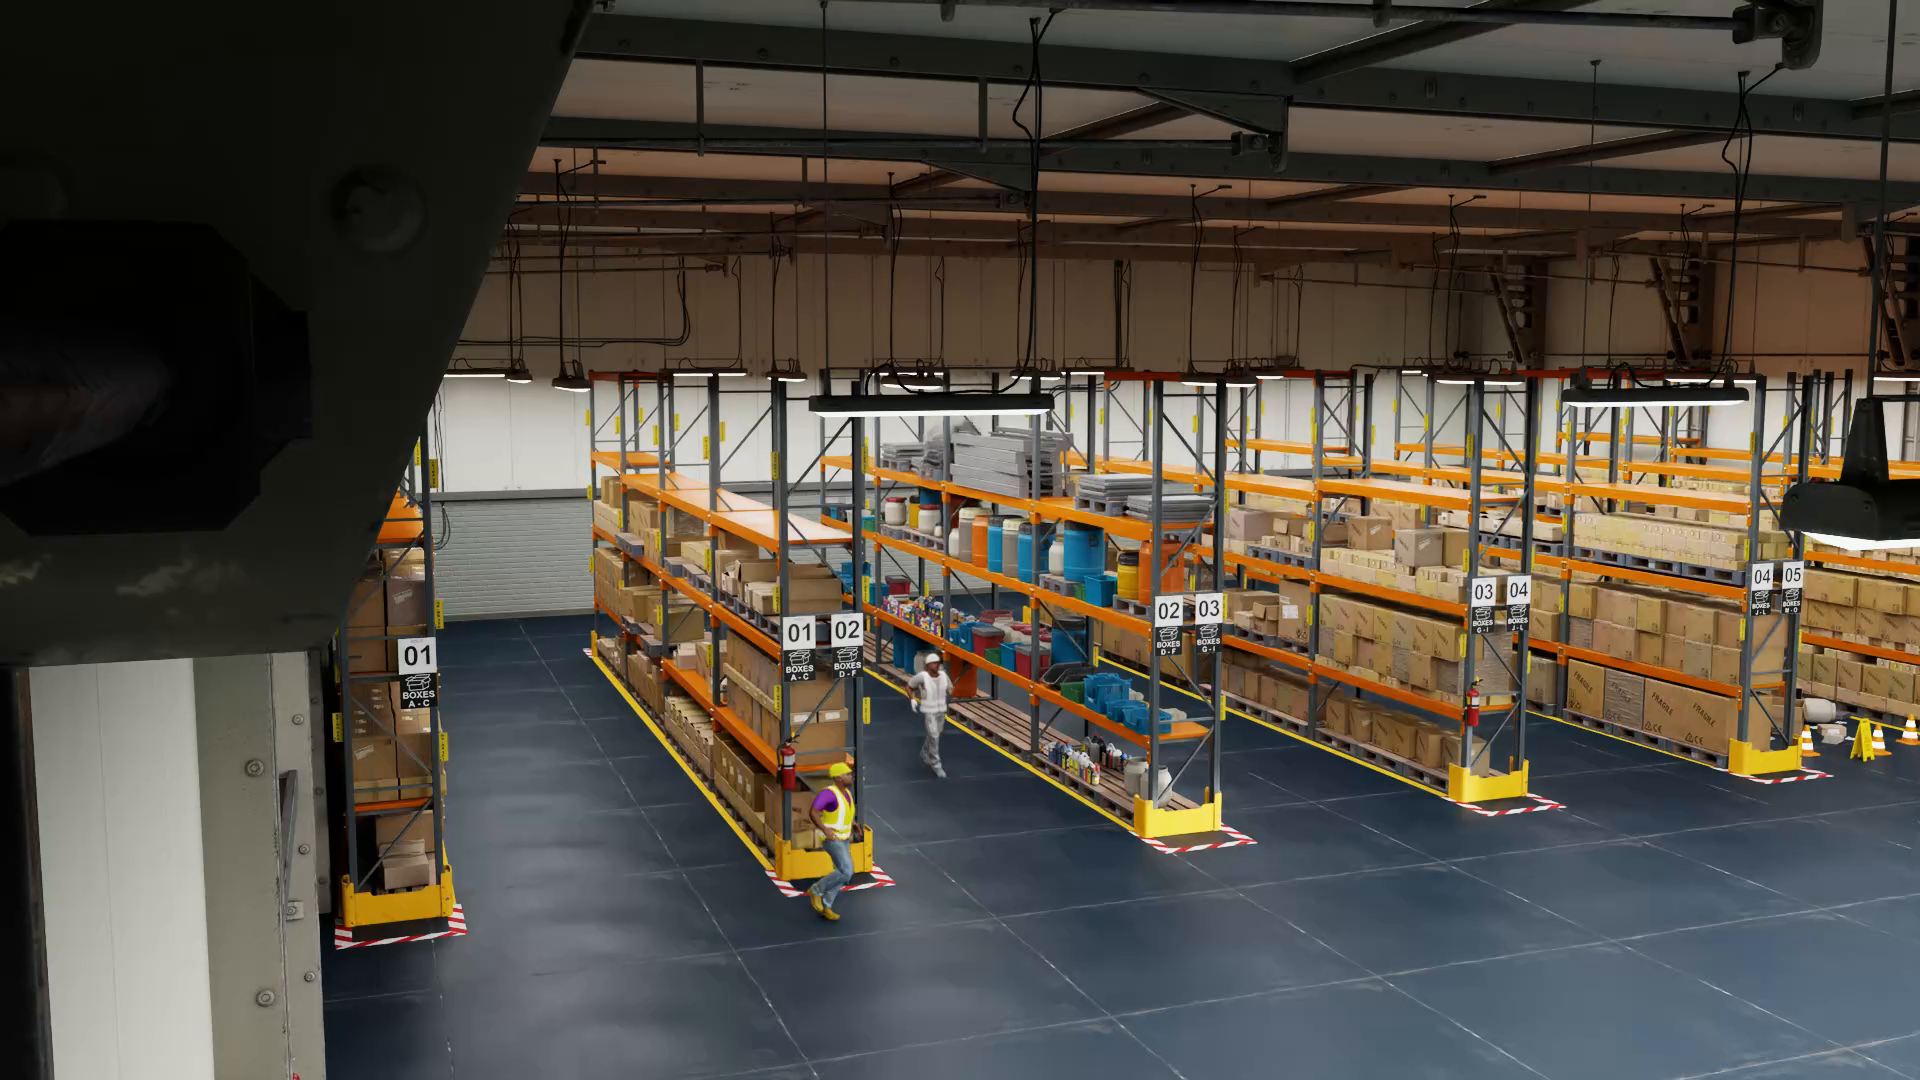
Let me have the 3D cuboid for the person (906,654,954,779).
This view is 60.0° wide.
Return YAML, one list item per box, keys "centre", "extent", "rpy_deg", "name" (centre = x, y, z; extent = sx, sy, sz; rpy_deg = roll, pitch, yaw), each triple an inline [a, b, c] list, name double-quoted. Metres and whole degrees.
- centre: [-0.406, 2.619, 25.175]
  extent: [0.671, 1.819, 0.897]
  rpy_deg: [-4, 8, -35]
  name: "person"

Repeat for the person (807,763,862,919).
- centre: [-1.396, 3.392, 18.911]
  extent: [0.530, 1.724, 0.731]
  rpy_deg: [2, 7, 18]
  name: "person"
